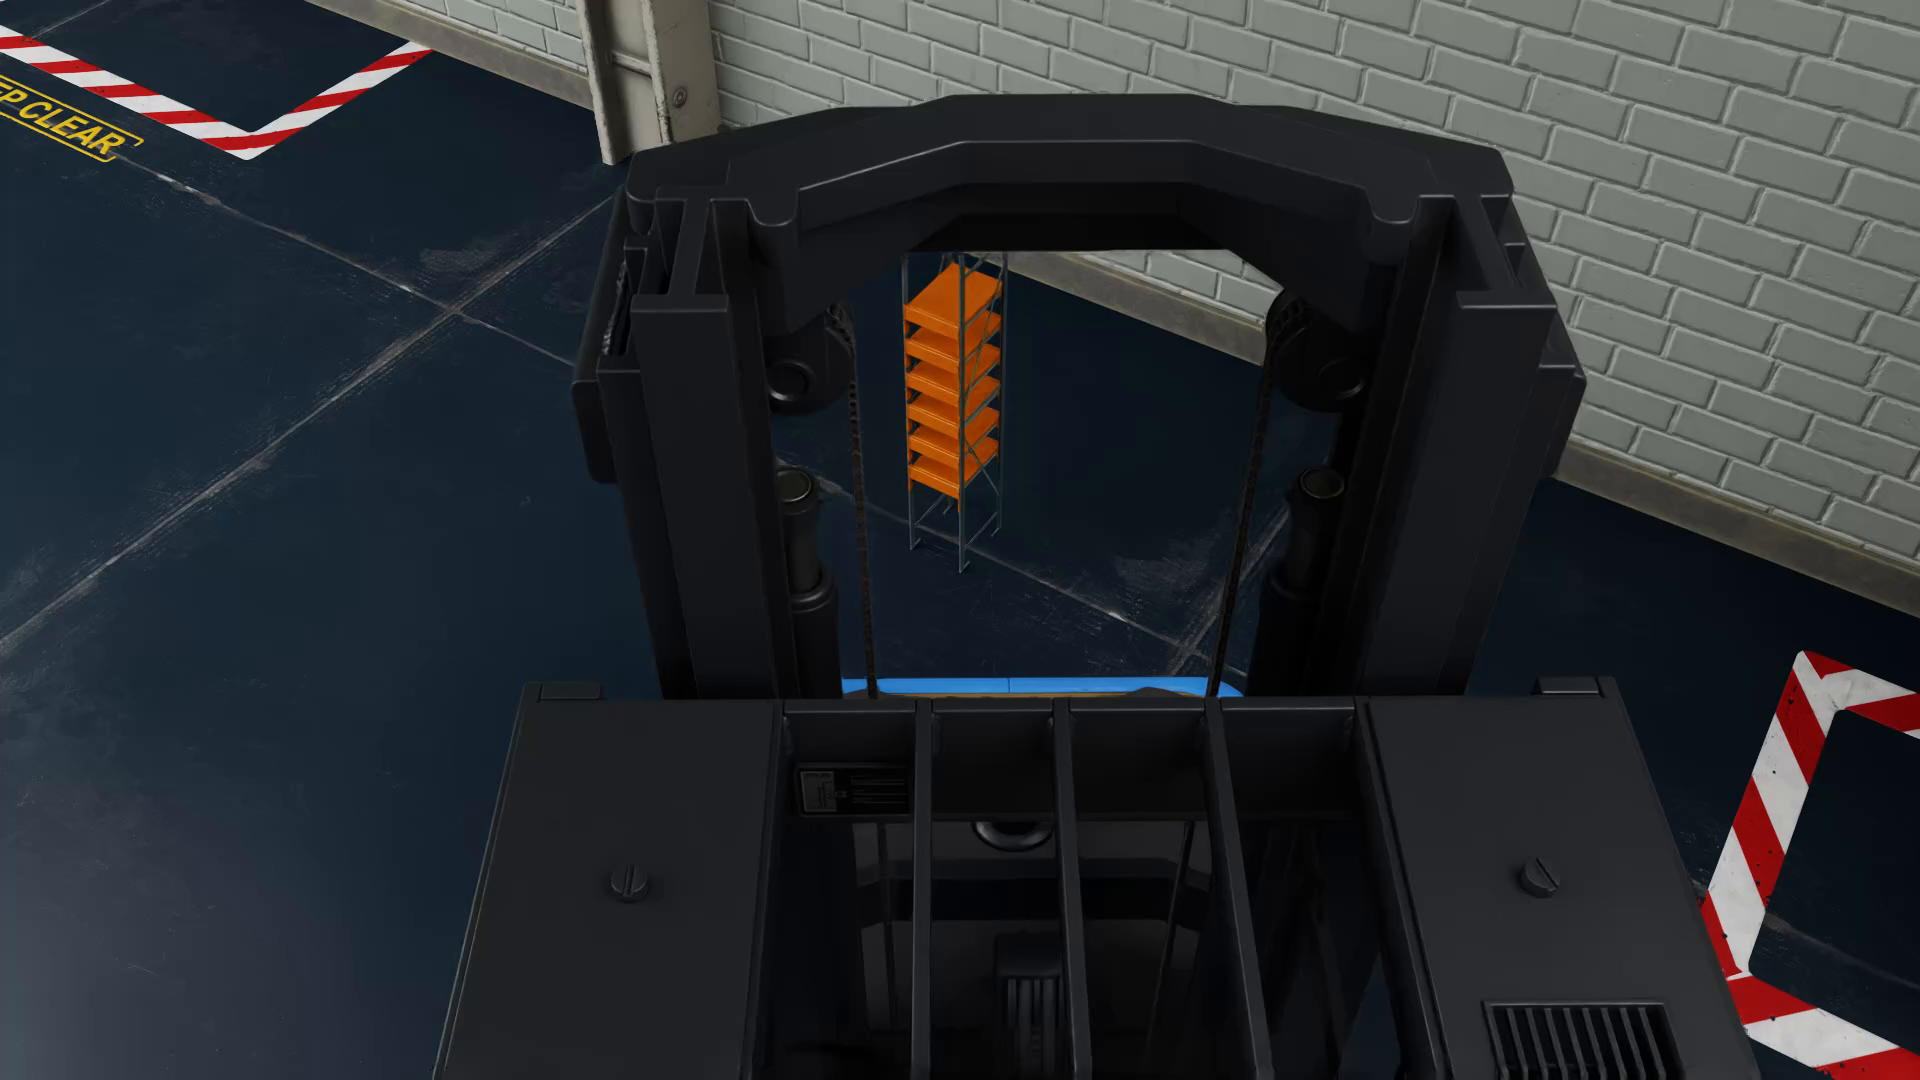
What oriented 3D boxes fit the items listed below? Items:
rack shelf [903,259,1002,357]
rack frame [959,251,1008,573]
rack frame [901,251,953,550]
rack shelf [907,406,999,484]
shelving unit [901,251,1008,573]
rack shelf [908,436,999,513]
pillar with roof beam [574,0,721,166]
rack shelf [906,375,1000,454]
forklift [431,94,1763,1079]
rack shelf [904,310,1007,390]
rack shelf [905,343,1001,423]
[{"bbox_3d":[-0.012,-0.644,4.599,0.180,0.103,0.258,25,51,22],"label":"rack shelf"},{"bbox_3d":[0.065,-0.388,4.791,0.006,1.200,0.240,25,51,22],"label":"rack frame"},{"bbox_3d":[-0.089,-0.459,4.860,0.006,1.200,0.240,25,51,22],"label":"rack frame"},{"bbox_3d":[-0.012,-0.309,4.943,0.180,0.103,0.258,25,51,22],"label":"rack shelf"},{"bbox_3d":[-0.012,-0.424,4.825,0.189,1.200,0.258,25,51,22],"label":"shelving unit"},{"bbox_3d":[-0.012,-0.226,5.029,0.180,0.103,0.258,25,51,22],"label":"rack shelf"},{"bbox_3d":[-3.526,-2.087,1.003,0.400,9.000,9.100,25,51,22],"label":"pillar with roof beam"},{"bbox_3d":[-0.012,-0.393,4.857,0.180,0.103,0.258,25,51,22],"label":"rack shelf"},{"bbox_3d":[0.111,1.073,2.164,1.130,2.935,3.031,0,46,0],"label":"forklift"},{"bbox_3d":[-0.012,-0.560,4.685,0.180,0.103,0.258,25,51,22],"label":"rack shelf"},{"bbox_3d":[-0.012,-0.476,4.771,0.180,0.103,0.258,25,51,22],"label":"rack shelf"}]
